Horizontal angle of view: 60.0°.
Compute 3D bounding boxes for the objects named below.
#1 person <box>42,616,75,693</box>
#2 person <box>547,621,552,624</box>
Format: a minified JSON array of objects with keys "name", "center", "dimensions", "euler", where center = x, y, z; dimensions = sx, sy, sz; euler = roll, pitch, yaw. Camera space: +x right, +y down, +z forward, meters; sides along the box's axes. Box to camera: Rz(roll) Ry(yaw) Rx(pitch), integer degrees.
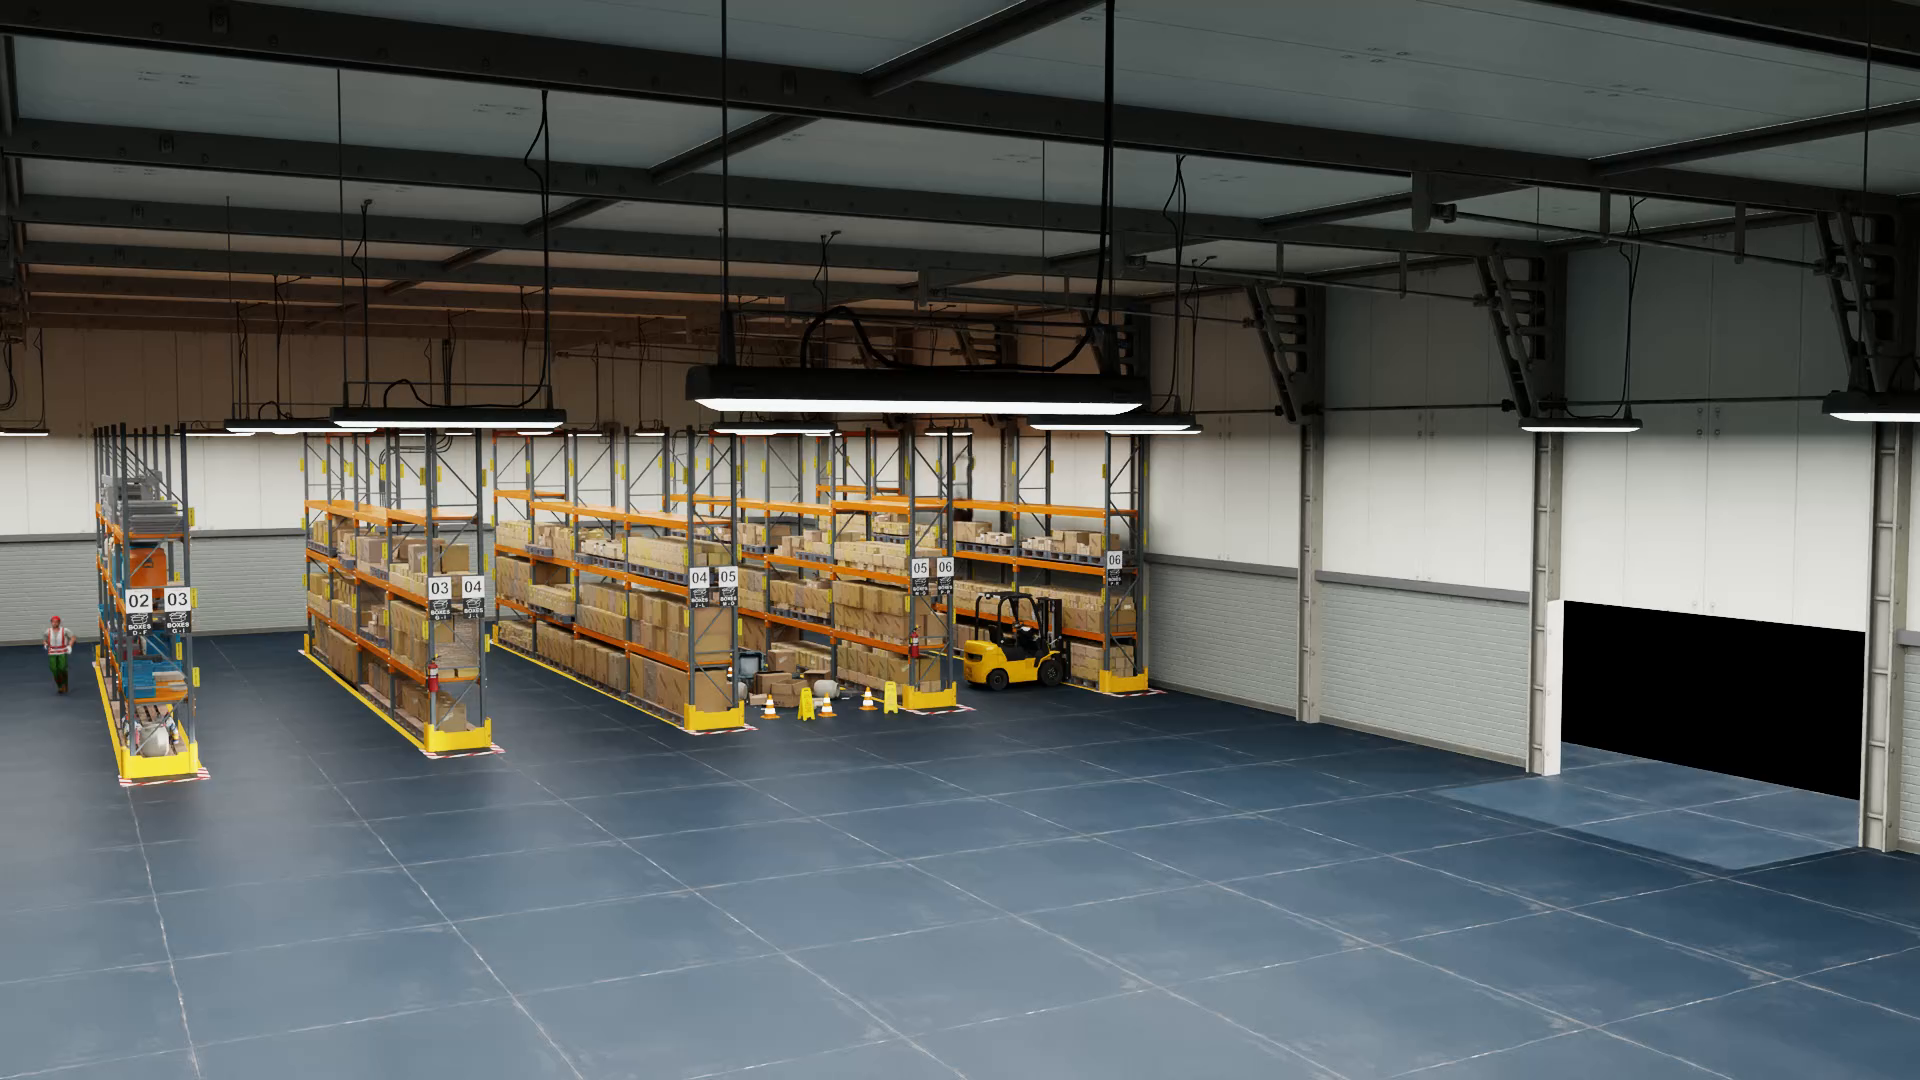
[{"name":"person","center":[-20.253,2.572,37.323],"dimensions":[0.628,1.751,0.640],"euler":[-1,4,-17]},{"name":"person","center":[-11.731,1.971,48.648],"dimensions":[1.039,1.736,0.750],"euler":[0,3,-3]}]
